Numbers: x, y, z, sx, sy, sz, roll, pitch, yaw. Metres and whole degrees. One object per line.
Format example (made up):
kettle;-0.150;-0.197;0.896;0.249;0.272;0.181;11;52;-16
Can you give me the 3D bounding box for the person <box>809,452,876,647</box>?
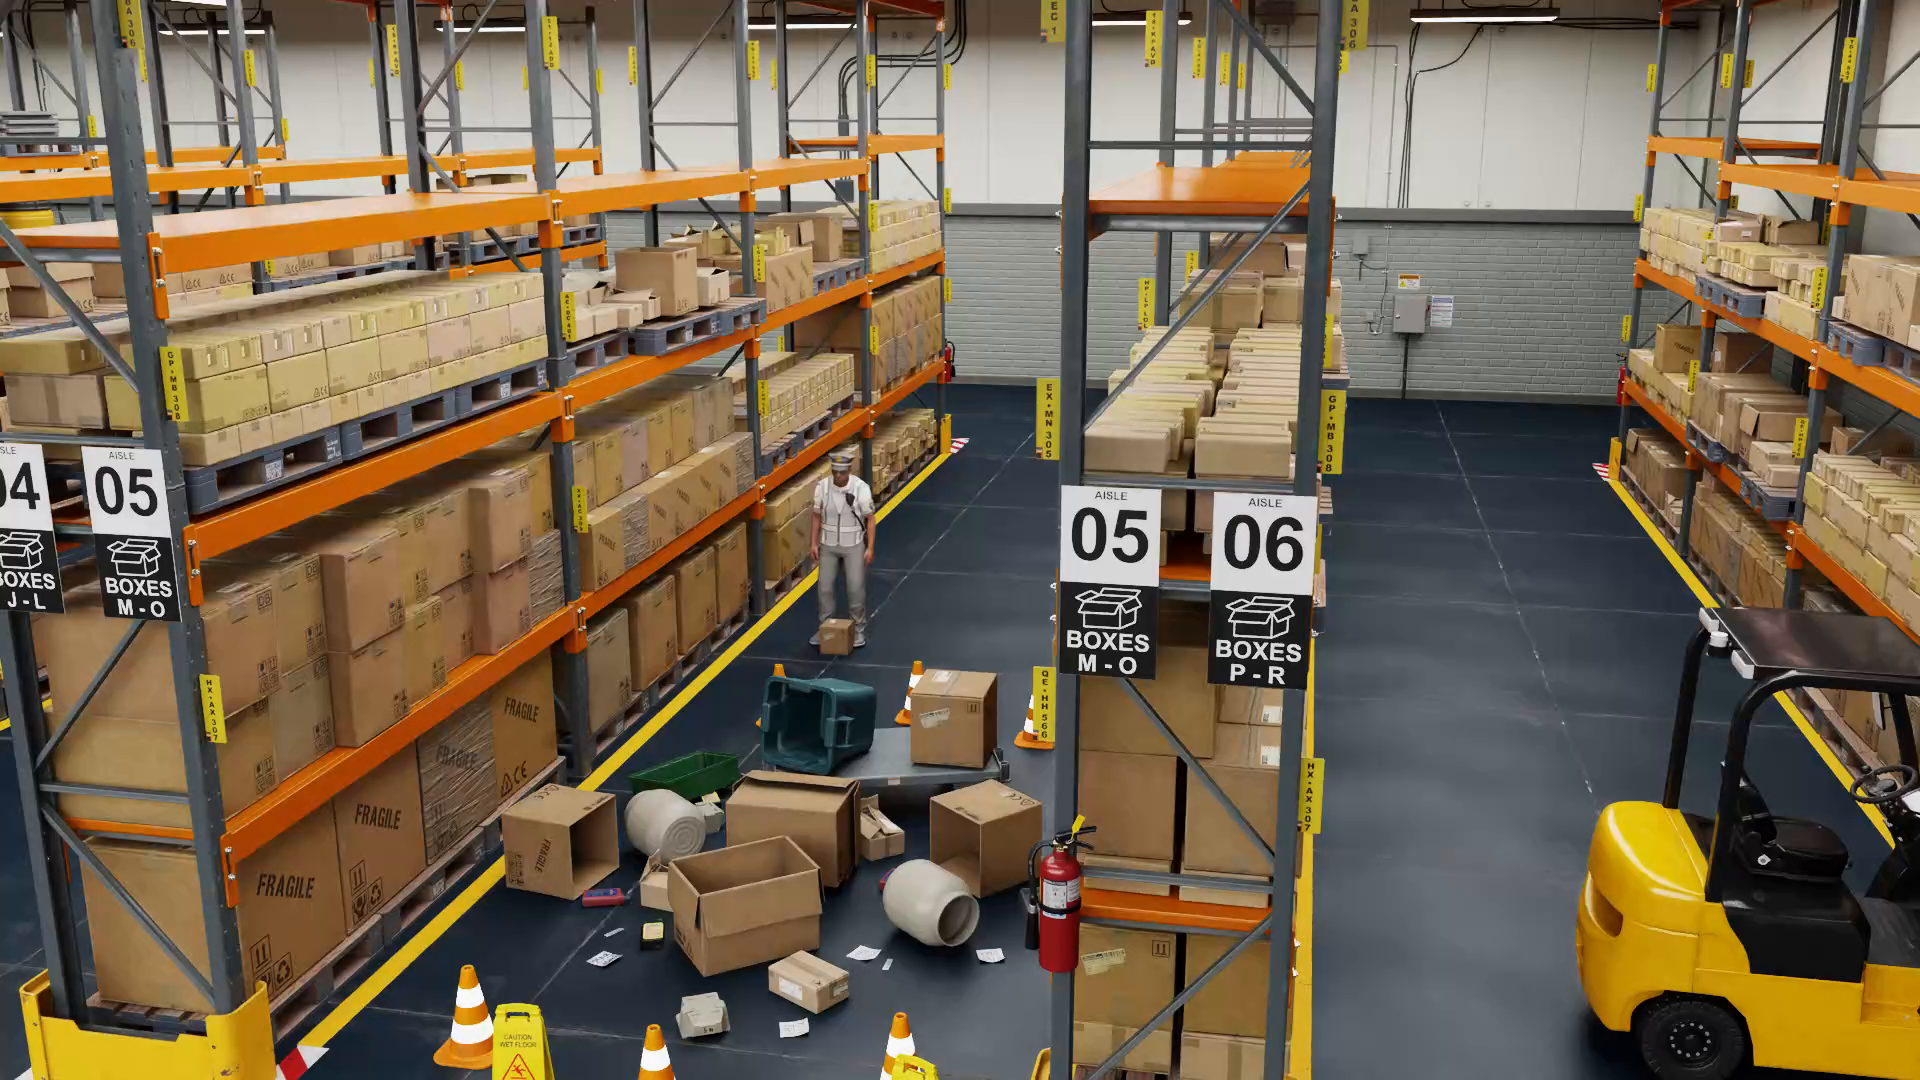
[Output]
person;-1.036;0.061;14.759;0.588;1.748;0.434;3;15;11
